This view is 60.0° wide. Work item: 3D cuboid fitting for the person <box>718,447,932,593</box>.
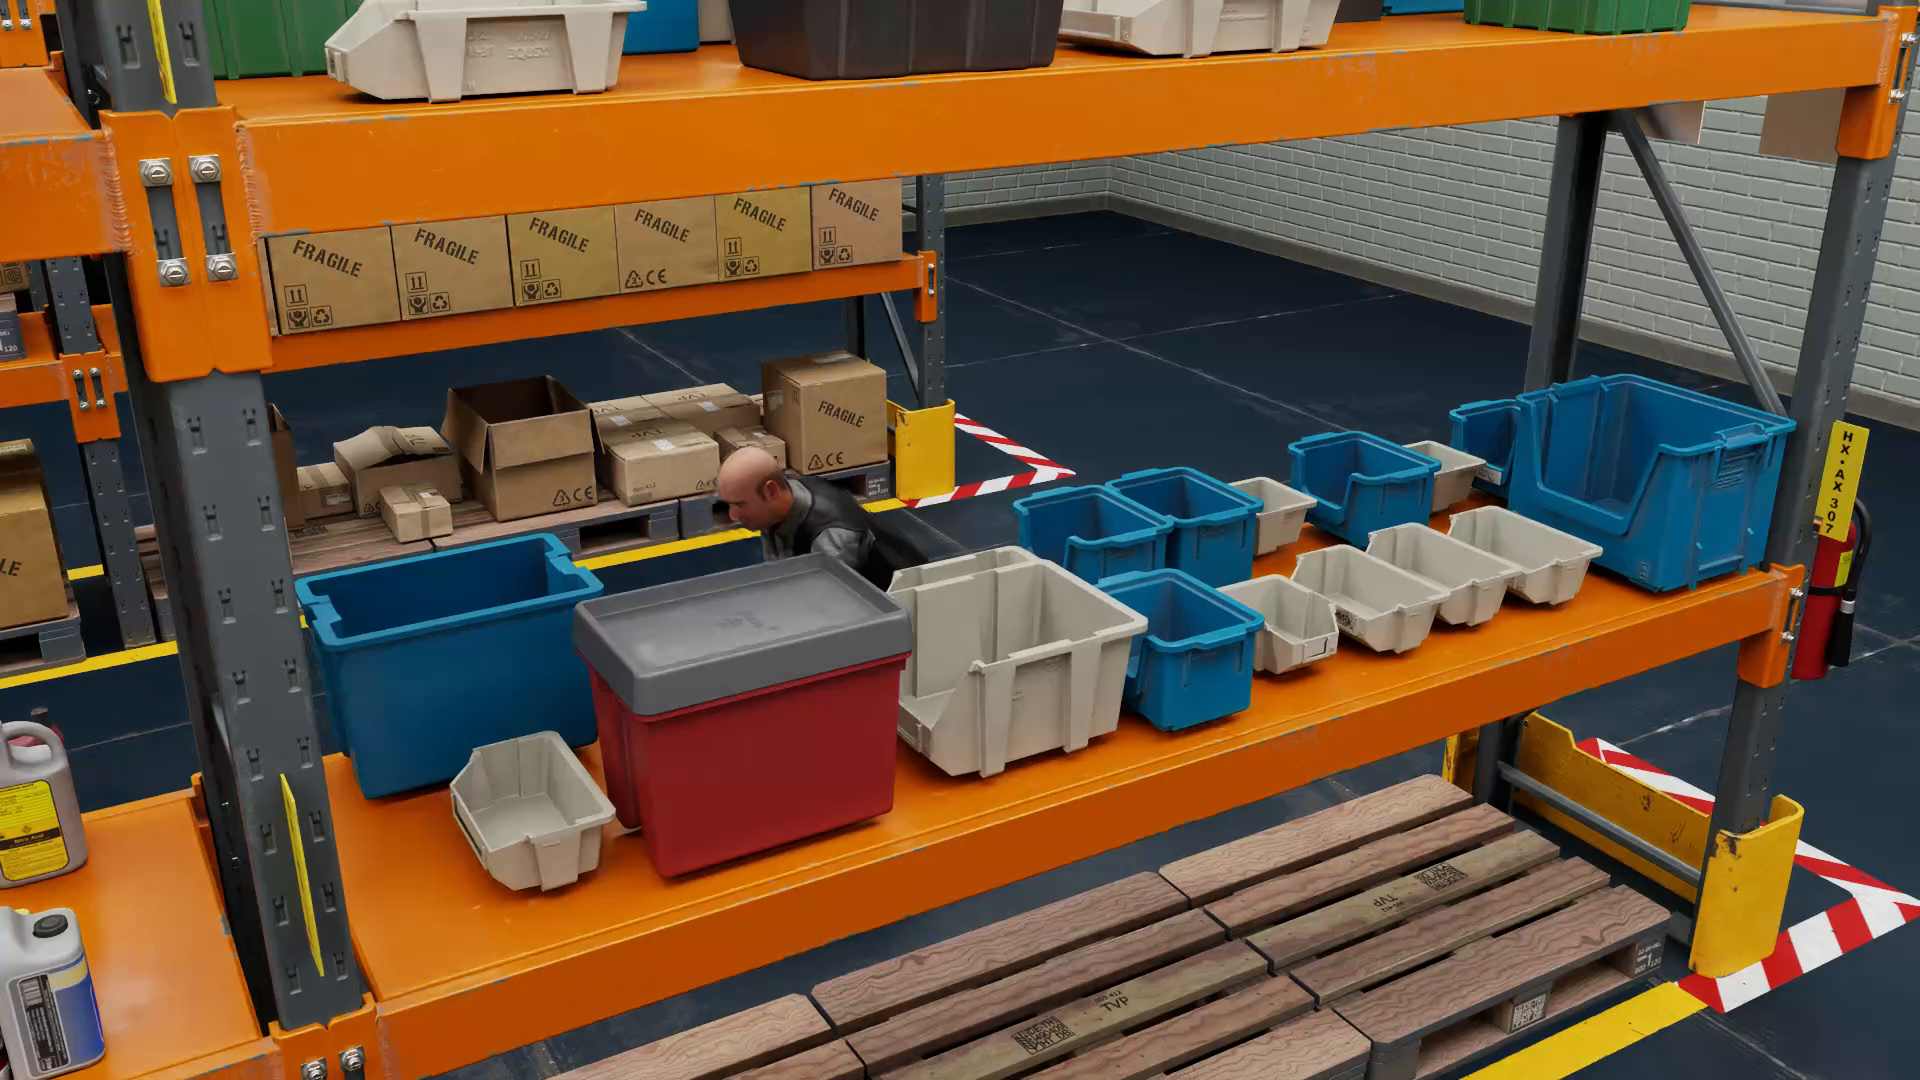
[{"bbox_3d":[-0.405,0.383,5.419,0.750,1.530,0.471,-13,25,-29],"label":"person"}]
